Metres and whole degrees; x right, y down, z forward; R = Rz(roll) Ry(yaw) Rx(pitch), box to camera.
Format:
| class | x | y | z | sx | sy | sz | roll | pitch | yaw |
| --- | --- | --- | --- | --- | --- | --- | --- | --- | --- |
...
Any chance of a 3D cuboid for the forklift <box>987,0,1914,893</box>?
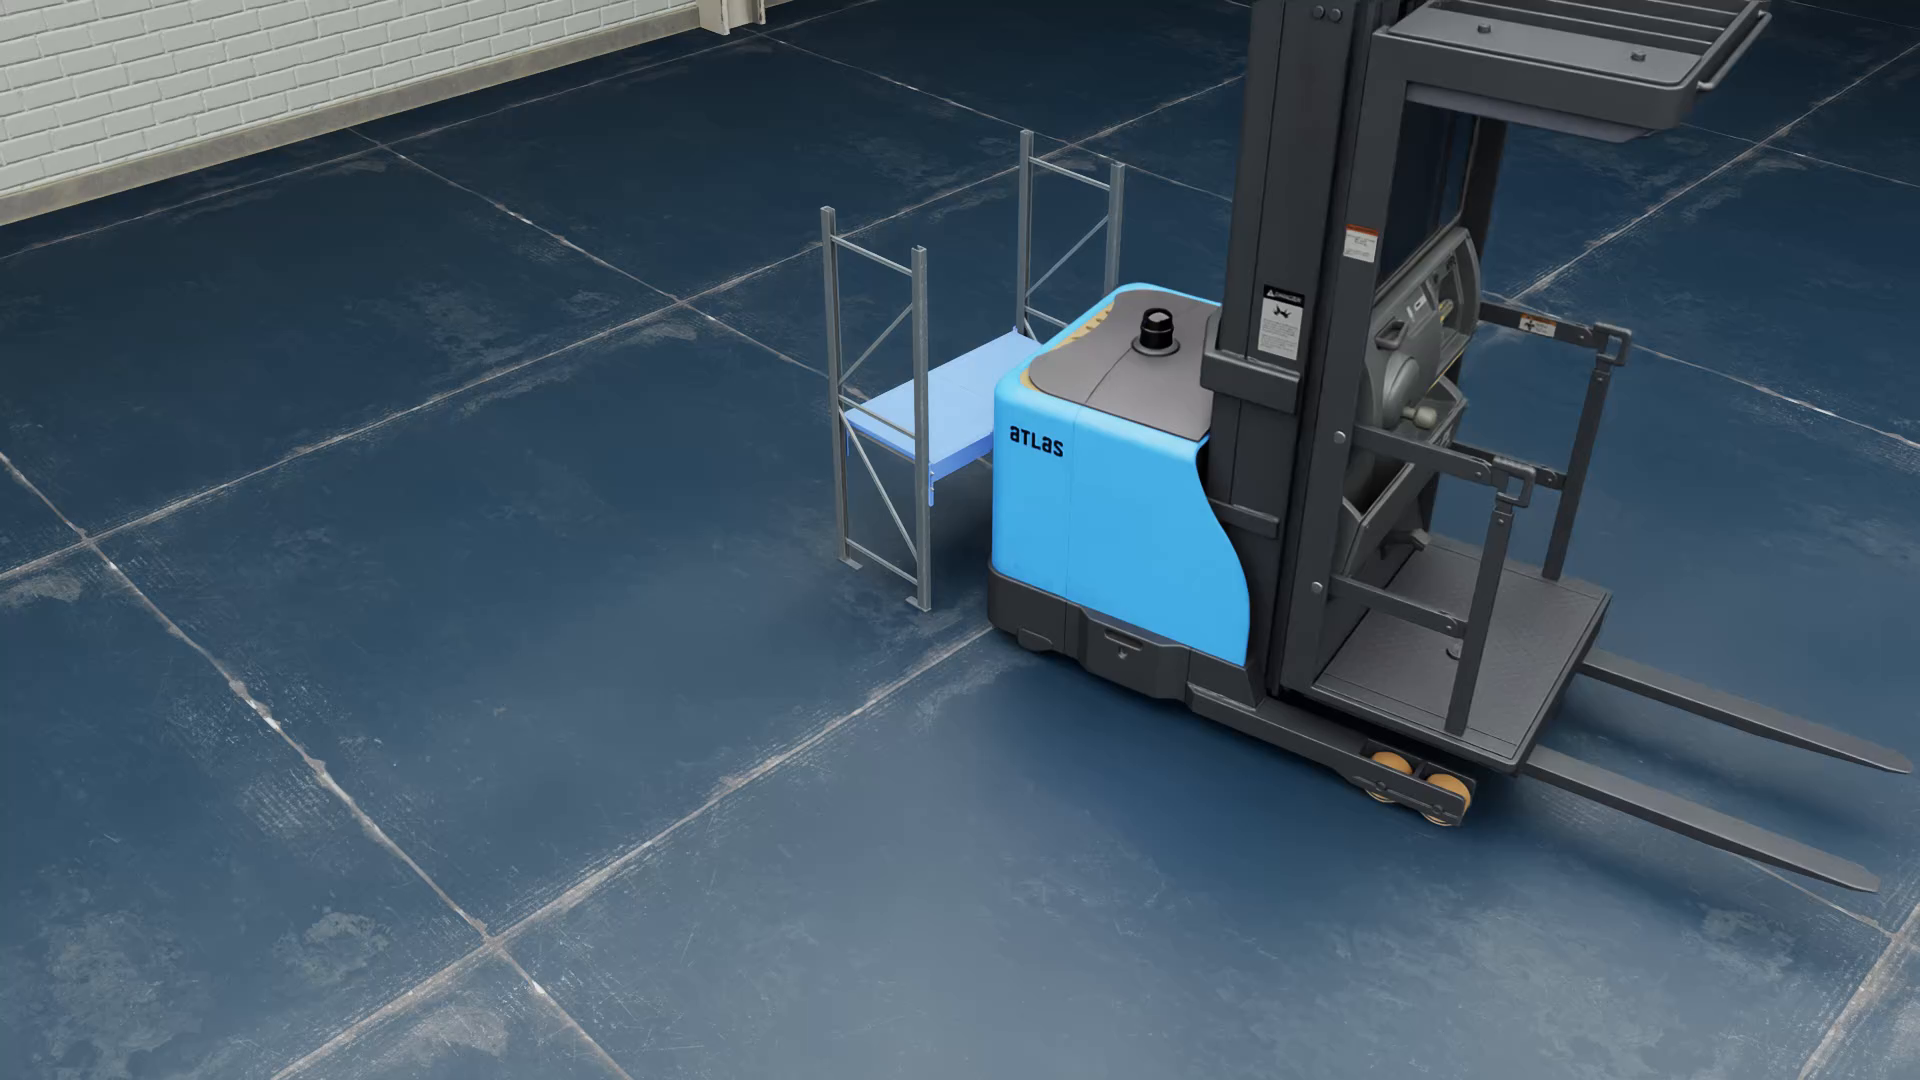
| class | x | y | z | sx | sy | sz | roll | pitch | yaw |
| --- | --- | --- | --- | --- | --- | --- | --- | --- | --- |
| forklift | 1.612 | -0.621 | 5.078 | 3.031 | 2.935 | 1.130 | 21 | 40 | 27 |

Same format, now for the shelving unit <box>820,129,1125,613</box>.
| class | x | y | z | sx | sy | sz | roll | pitch | yaw |
| --- | --- | --- | --- | --- | --- | --- | --- | --- | --- |
| shelving unit | 0.060 | -0.650 | 6.371 | 0.538 | 1.500 | 1.048 | 30 | 45 | 35 |

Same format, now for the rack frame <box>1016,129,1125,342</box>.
| class | x | y | z | sx | sy | sz | roll | pitch | yaw |
| --- | --- | --- | --- | --- | --- | --- | --- | --- | --- |
| rack frame | 0.418 | -0.856 | 6.667 | 0.500 | 1.500 | 0.032 | 30 | 45 | 35 |

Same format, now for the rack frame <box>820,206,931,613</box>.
| class | x | y | z | sx | sy | sz | roll | pitch | yaw |
| --- | --- | --- | --- | --- | --- | --- | --- | --- | --- |
| rack frame | -0.298 | -0.443 | 6.075 | 0.500 | 1.500 | 0.032 | 30 | 45 | 35 |

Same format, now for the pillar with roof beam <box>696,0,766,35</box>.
| class | x | y | z | sx | sy | sz | roll | pitch | yaw |
| --- | --- | --- | --- | --- | --- | --- | --- | --- | --- |
| pillar with roof beam | 1.389 | -5.725 | 7.093 | 9.100 | 9.000 | 0.400 | 30 | 45 | 35 |

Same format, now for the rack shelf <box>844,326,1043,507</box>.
| class | x | y | z | sx | sy | sz | roll | pitch | yaw |
| --- | --- | --- | --- | --- | --- | --- | --- | --- | --- |
| rack shelf | 0.060 | -0.502 | 6.474 | 0.538 | 0.185 | 1.000 | 30 | 45 | 35 |
